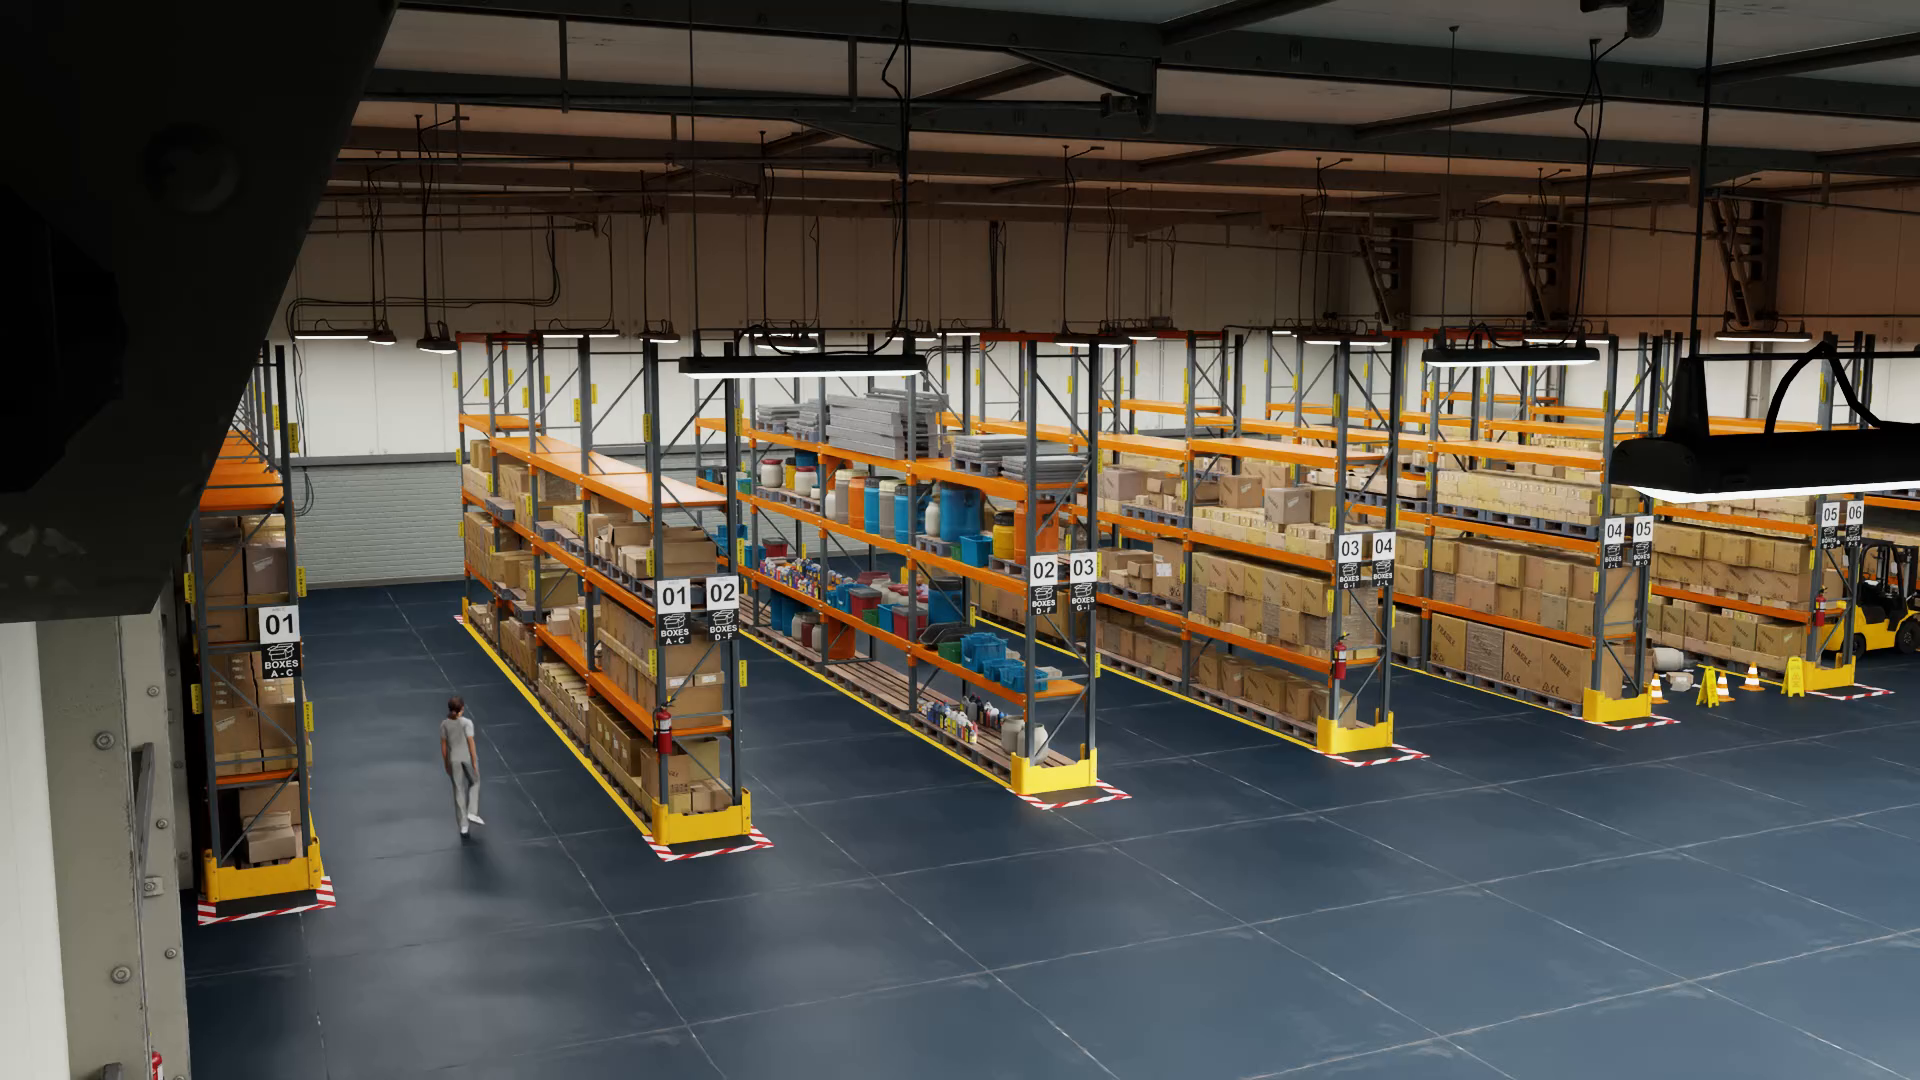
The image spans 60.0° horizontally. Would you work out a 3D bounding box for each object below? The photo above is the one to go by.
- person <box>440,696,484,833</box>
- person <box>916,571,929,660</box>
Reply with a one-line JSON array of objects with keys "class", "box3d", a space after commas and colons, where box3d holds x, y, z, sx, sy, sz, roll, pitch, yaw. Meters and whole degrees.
[{"class": "person", "box3d": [-6.144, 2.748, 20.475, 0.471, 1.656, 0.514, -2, 8, -14]}, {"class": "person", "box3d": [-0.749, 1.374, 30.917, 0.504, 1.574, 1.034, -4, 9, -26]}]
